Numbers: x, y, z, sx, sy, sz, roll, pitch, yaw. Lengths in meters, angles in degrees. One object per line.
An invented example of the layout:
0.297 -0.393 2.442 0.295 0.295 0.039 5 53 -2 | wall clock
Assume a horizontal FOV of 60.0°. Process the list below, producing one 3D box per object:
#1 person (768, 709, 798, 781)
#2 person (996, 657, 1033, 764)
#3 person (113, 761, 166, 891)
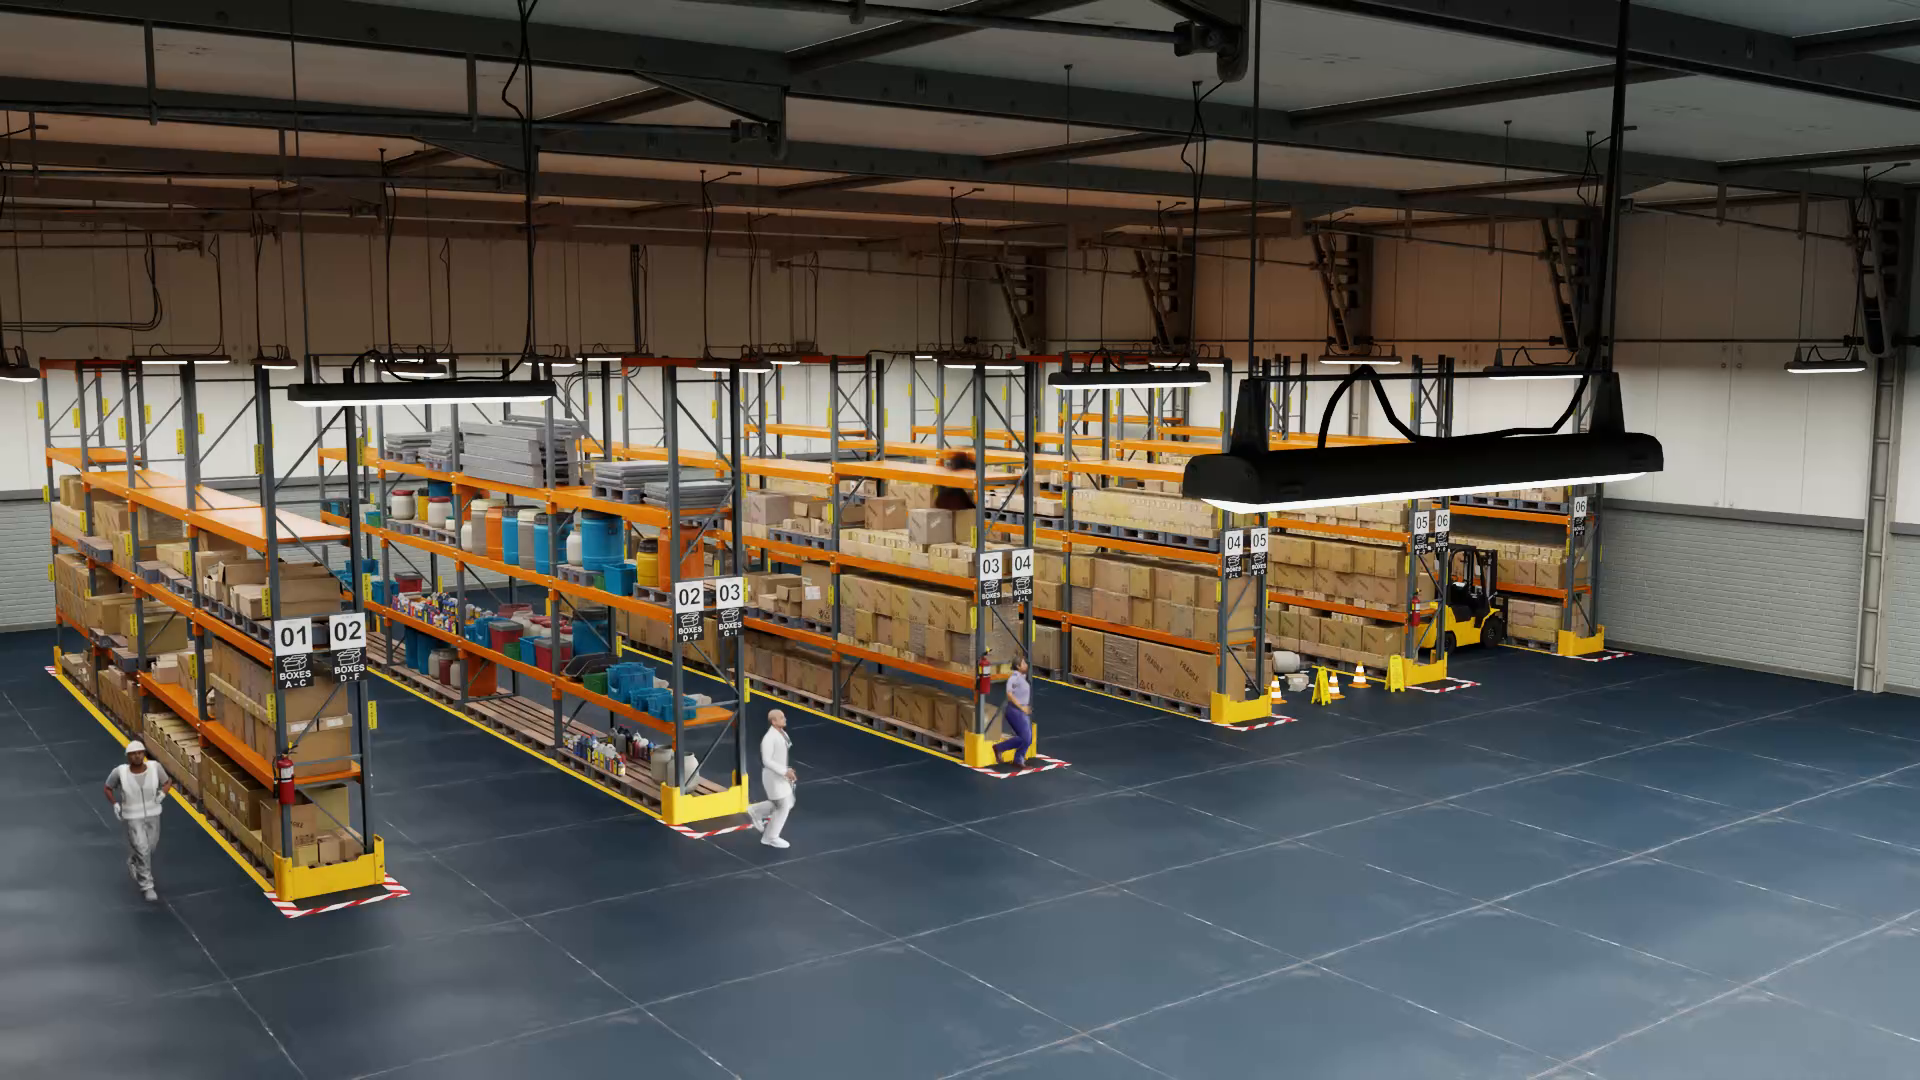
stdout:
-2.236 2.568 20.835 0.476 0.922 0.697 1 7 8 | person
0.785 2.423 23.664 0.515 1.532 0.638 1 7 7 | person
-9.432 3.256 19.069 0.507 1.436 0.749 -6 9 -43 | person
